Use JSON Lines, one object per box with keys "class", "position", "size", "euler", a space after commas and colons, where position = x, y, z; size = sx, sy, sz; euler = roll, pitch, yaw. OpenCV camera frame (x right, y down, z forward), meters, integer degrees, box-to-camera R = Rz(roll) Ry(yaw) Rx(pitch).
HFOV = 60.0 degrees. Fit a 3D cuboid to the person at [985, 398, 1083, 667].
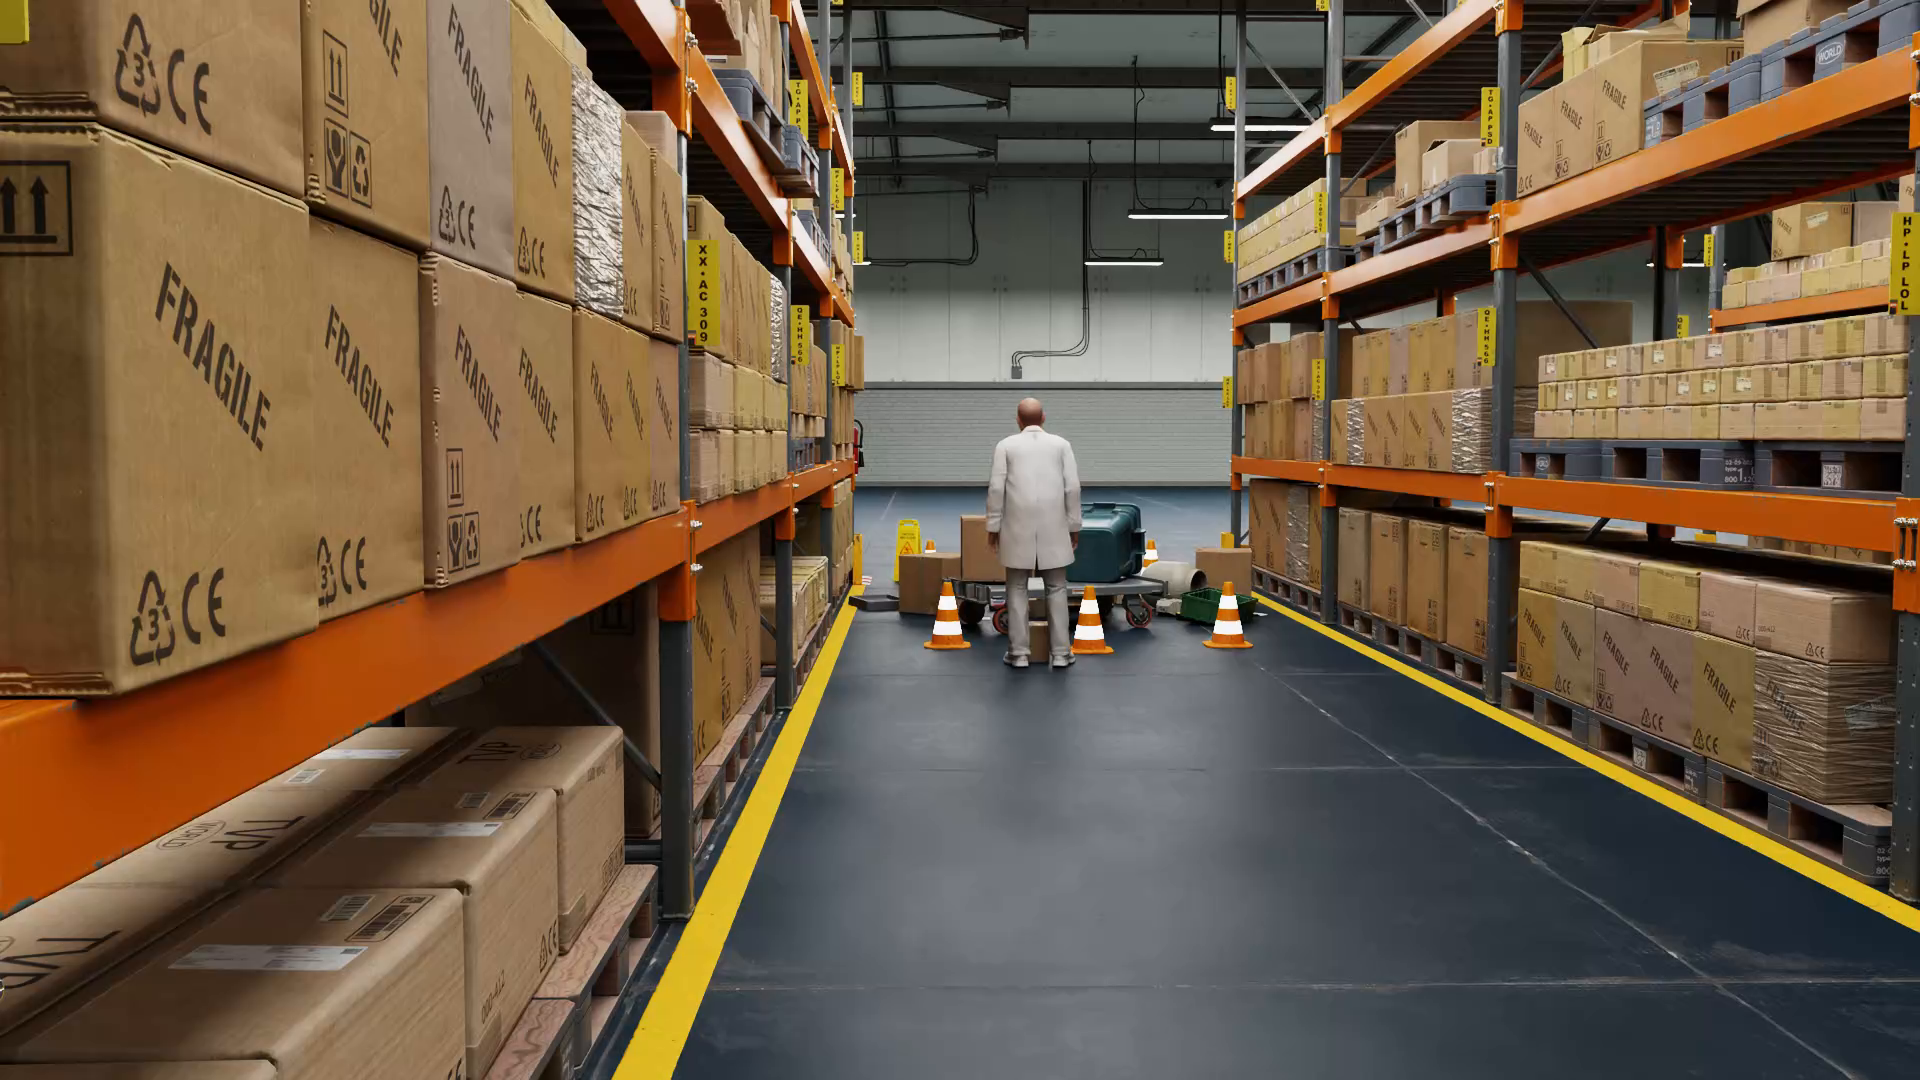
{"class": "person", "position": [0.490, -0.053, 11.024], "size": [0.653, 1.774, 0.416], "euler": [0, 4, -2]}
